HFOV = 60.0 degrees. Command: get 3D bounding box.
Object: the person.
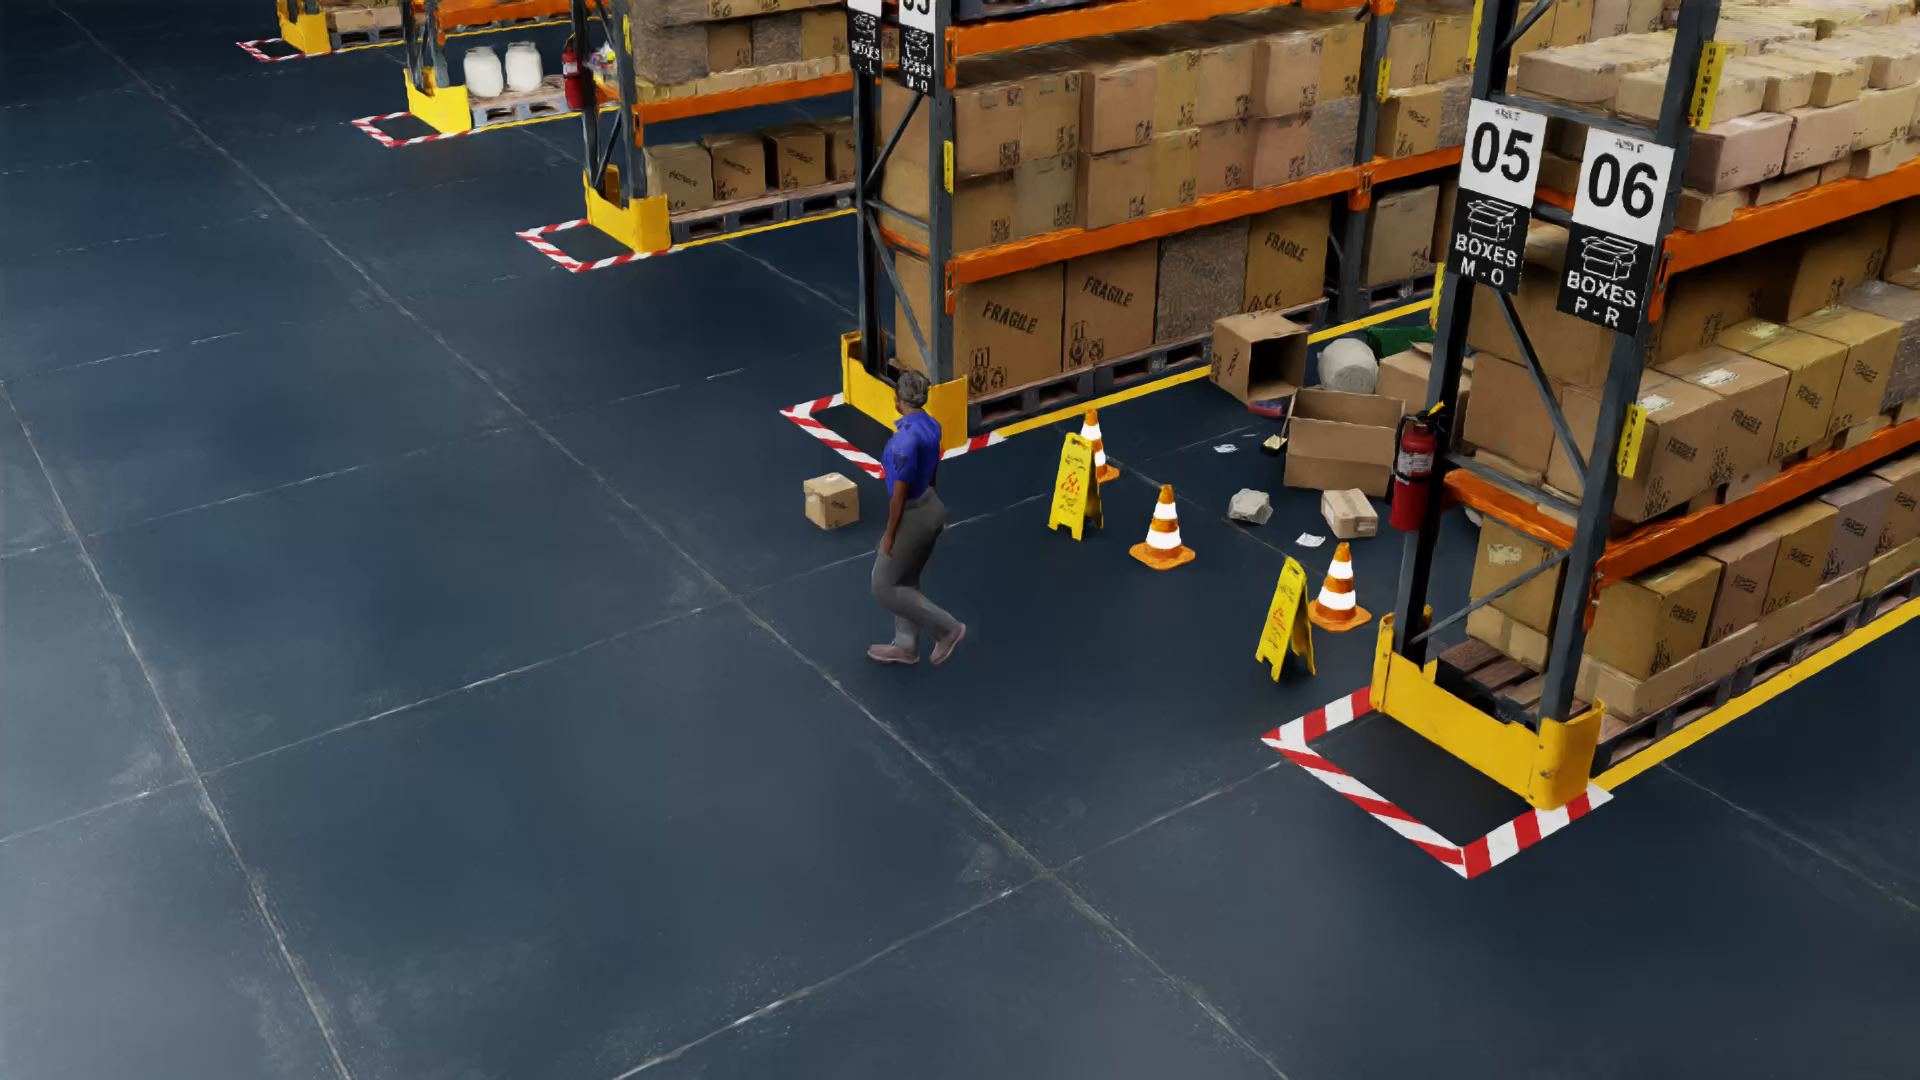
[{"bbox_3d":[-0.199,-0.084,8.802,0.581,1.627,0.515,9,30,15],"label":"person"}]
